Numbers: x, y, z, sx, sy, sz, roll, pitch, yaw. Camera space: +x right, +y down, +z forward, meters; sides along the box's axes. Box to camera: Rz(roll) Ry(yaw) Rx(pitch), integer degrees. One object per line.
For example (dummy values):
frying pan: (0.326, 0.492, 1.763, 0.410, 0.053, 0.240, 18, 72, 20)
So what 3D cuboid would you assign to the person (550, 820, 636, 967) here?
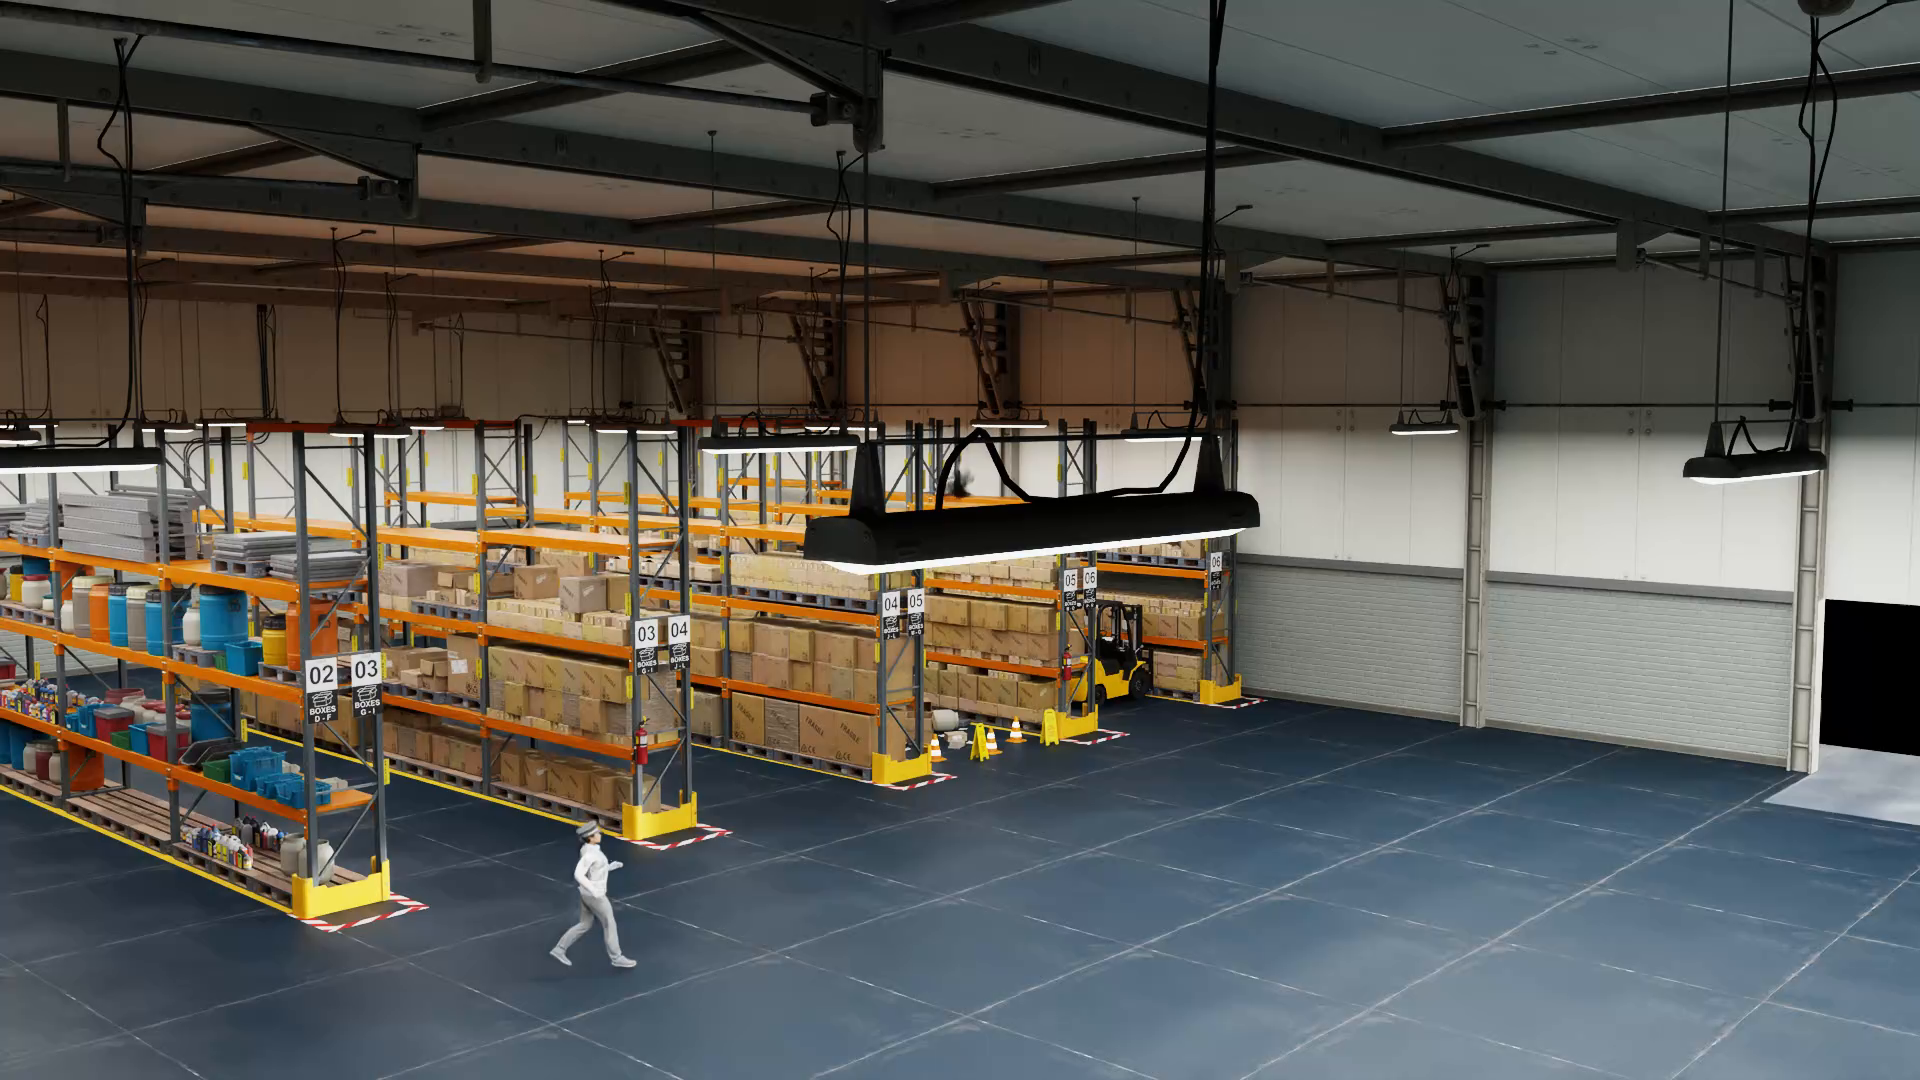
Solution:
person: (-4.080, 3.949, 18.502, 0.920, 1.683, 0.609, -2, 5, -23)
